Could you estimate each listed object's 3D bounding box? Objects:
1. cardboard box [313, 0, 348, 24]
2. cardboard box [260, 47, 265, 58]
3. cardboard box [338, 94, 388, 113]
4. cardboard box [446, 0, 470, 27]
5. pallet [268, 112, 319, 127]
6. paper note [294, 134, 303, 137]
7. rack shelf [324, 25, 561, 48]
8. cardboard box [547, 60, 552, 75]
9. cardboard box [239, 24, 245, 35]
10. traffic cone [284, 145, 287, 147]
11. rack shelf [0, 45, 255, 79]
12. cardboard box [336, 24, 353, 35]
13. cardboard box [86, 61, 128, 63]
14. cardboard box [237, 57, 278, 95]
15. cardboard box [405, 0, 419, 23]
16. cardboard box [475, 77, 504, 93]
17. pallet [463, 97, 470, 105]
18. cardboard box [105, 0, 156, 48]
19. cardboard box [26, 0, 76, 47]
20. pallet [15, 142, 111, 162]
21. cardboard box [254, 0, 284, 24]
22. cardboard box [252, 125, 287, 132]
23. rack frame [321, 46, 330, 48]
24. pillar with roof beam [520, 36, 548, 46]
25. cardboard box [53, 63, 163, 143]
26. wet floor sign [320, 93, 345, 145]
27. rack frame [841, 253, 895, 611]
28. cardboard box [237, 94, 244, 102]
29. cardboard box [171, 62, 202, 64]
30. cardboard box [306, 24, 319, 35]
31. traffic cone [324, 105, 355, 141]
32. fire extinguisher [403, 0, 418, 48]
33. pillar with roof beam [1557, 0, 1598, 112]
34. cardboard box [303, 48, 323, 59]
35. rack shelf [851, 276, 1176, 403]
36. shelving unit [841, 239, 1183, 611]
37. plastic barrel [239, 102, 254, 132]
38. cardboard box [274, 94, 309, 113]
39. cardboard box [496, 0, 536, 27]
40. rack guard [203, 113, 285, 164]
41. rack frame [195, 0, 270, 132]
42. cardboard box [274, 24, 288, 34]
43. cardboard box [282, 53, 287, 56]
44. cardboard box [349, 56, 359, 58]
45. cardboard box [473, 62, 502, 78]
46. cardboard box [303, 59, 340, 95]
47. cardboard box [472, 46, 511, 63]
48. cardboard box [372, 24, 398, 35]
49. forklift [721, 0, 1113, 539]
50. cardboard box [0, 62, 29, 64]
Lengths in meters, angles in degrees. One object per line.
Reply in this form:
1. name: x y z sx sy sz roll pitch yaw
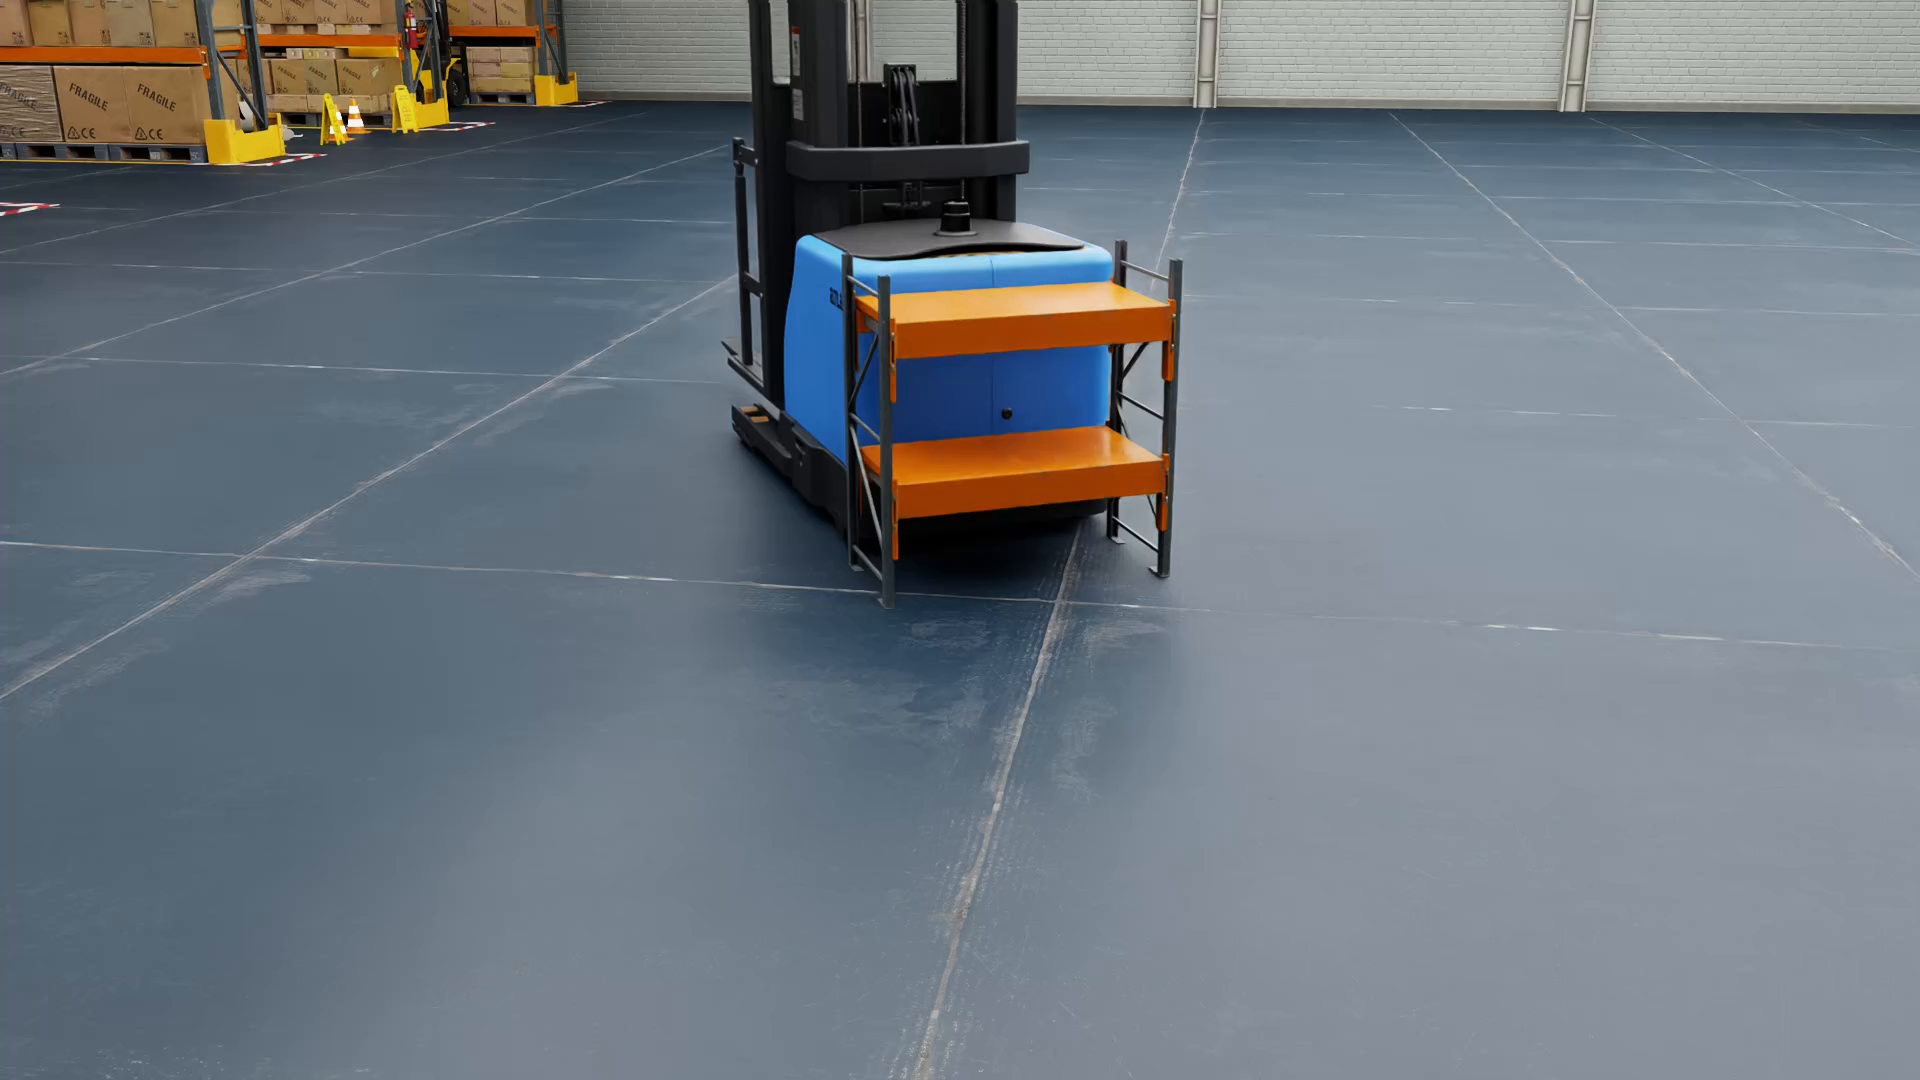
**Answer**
1. cardboard box: -8.971 -7.717 24.012 0.500 0.500 0.500 3 19 9
2. cardboard box: -10.419 -7.143 24.392 0.250 0.149 0.380 4 19 12
3. cardboard box: -8.762 -6.413 24.415 0.500 0.250 0.500 3 19 8
4. cardboard box: -8.658 -9.160 28.796 0.500 0.500 0.500 3 19 8
5. pallet: -9.970 -6.356 24.967 1.213 0.211 1.003 3 19 9
6. paper note: -9.147 -5.577 22.922 0.142 0.019 0.148 -3 19 -10
7. rack shelf: -9.089 -8.875 29.235 4.000 0.370 1.077 3 19 9
8. cardboard box: -7.545 -8.337 29.376 0.500 0.250 0.500 3 19 10
9. cardboard box: -10.325 -7.459 24.265 0.250 0.149 0.380 3 19 9
10. traffic cone: -8.882 -5.273 21.334 0.334 0.463 0.336 3 19 9
11. rack shelf: -10.558 -5.764 19.937 4.000 0.370 1.077 3 19 9
12. cardboard box: -8.818 -7.391 24.061 0.250 0.149 0.380 3 19 8
13. cardboard box: -15.464 -8.486 30.216 0.500 0.500 0.500 3 19 10
14. cardboard box: -10.265 -6.849 24.534 0.500 0.500 0.500 4 19 12
15. cardboard box: -8.321 -7.860 24.440 0.500 0.500 0.500 3 19 8
16. cardboard box: -8.118 -7.964 29.049 0.500 0.250 0.500 3 19 9
17. pallet: -9.077 -7.881 29.524 1.213 0.211 1.003 3 19 9
18. cardboard box: -9.503 -6.101 19.574 0.550 0.550 0.875 3 19 9
19. cardboard box: -10.566 -6.182 19.817 0.500 0.550 0.875 3 19 9
20. pallet: -10.586 -4.760 20.197 1.213 0.211 1.003 3 19 9
21. cardboard box: -9.962 -7.774 24.185 0.500 0.500 0.500 3 19 9
22. cardboard box: -9.512 -5.642 22.930 0.250 0.149 0.380 14 23 37
23. rack frame: -11.063 -9.317 29.422 0.127 3.000 1.000 3 19 9
24. pillar with roof beam: -8.341 -10.930 24.786 0.400 9.000 9.100 3 19 9
25. cardboard box: -10.132 -5.253 19.963 0.875 0.875 0.875 3 19 8
26. wet floor sign: -8.240 -5.507 21.745 0.232 0.644 0.267 0 19 -1
27. rack frame: -0.313 -0.372 5.642 0.032 1.125 0.500 -6 19 -18
28. cardboard box: -10.779 -6.520 24.732 0.500 0.250 0.500 4 19 12
29. cardboard box: -11.307 -6.898 24.683 0.500 0.500 0.500 4 19 11
30. cardboard box: -9.308 -7.451 24.241 0.250 0.149 0.380 3 19 9
31. traffic cone: -8.367 -5.610 22.341 0.334 0.463 0.336 3 19 9
32. fire extinguisher: -7.858 -7.374 23.736 0.183 0.674 0.296 3 19 9
33. pillar with roof beam: 9.431 -10.024 22.079 0.400 9.000 9.100 3 19 9
34. cardboard box: -9.351 -7.089 24.229 0.250 0.149 0.380 3 19 10
35. rack shelf: 0.169 -0.701 5.702 1.000 0.278 0.538 -6 19 -18
36. shelving unit: 0.169 -0.423 5.795 1.048 1.125 0.538 -6 19 -18
37. plastic barrel: -10.177 -5.969 23.474 0.512 0.421 0.421 -15 24 -38
38. cardboard box: -9.766 -6.465 24.570 0.500 0.250 0.500 2 19 7
39. cardboard box: -7.642 -9.106 28.633 0.500 0.500 0.500 3 19 7
40. rack guard: -8.559 -4.818 19.915 0.348 0.500 1.175 3 19 9
41. rack frame: -8.583 -6.005 19.522 0.127 3.000 1.000 3 19 9
42. cardboard box: -9.807 -7.476 24.316 0.250 0.149 0.380 3 19 9
43. cardboard box: -11.580 -8.413 29.800 0.625 0.625 0.875 4 19 11
44. cardboard box: -9.191 -6.965 24.881 0.500 0.500 0.500 2 19 7
45. cardboard box: -8.138 -8.203 28.977 0.500 0.250 0.500 3 19 8
46. cardboard box: -9.246 -6.795 24.375 0.500 0.500 0.500 4 19 11
47. cardboard box: -8.123 -8.435 28.880 0.500 0.250 0.500 3 19 10
48. cardboard box: -8.301 -7.393 24.068 0.250 0.149 0.380 4 19 10
49. forklift: -0.408 -1.823 7.132 1.130 2.935 3.031 -7 20 -19
50. cardboard box: -11.923 -5.344 20.234 0.875 0.875 0.875 3 19 9
